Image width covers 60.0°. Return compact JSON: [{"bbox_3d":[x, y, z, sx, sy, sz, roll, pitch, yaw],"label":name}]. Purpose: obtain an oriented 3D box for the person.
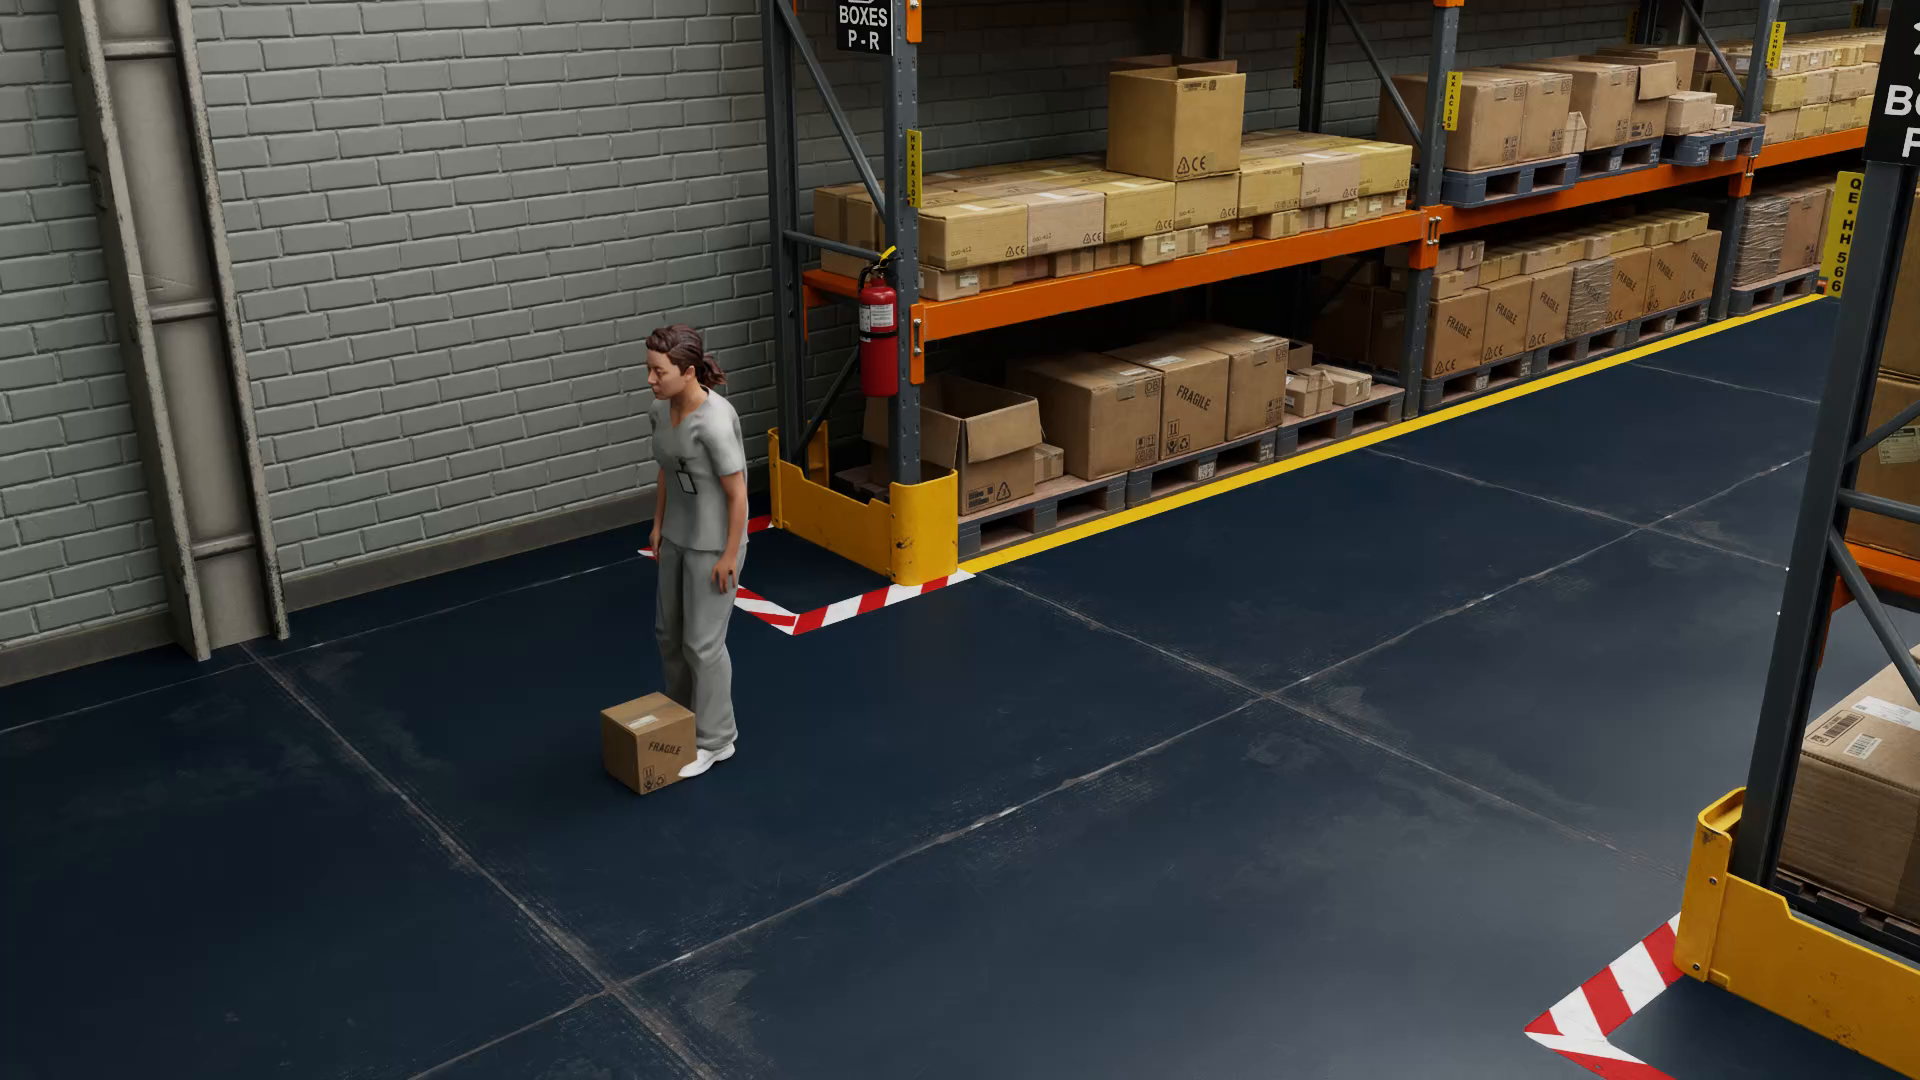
[{"bbox_3d":[-0.978,0.031,6.010,0.417,1.667,0.510,-19,28,-41],"label":"person"}]
